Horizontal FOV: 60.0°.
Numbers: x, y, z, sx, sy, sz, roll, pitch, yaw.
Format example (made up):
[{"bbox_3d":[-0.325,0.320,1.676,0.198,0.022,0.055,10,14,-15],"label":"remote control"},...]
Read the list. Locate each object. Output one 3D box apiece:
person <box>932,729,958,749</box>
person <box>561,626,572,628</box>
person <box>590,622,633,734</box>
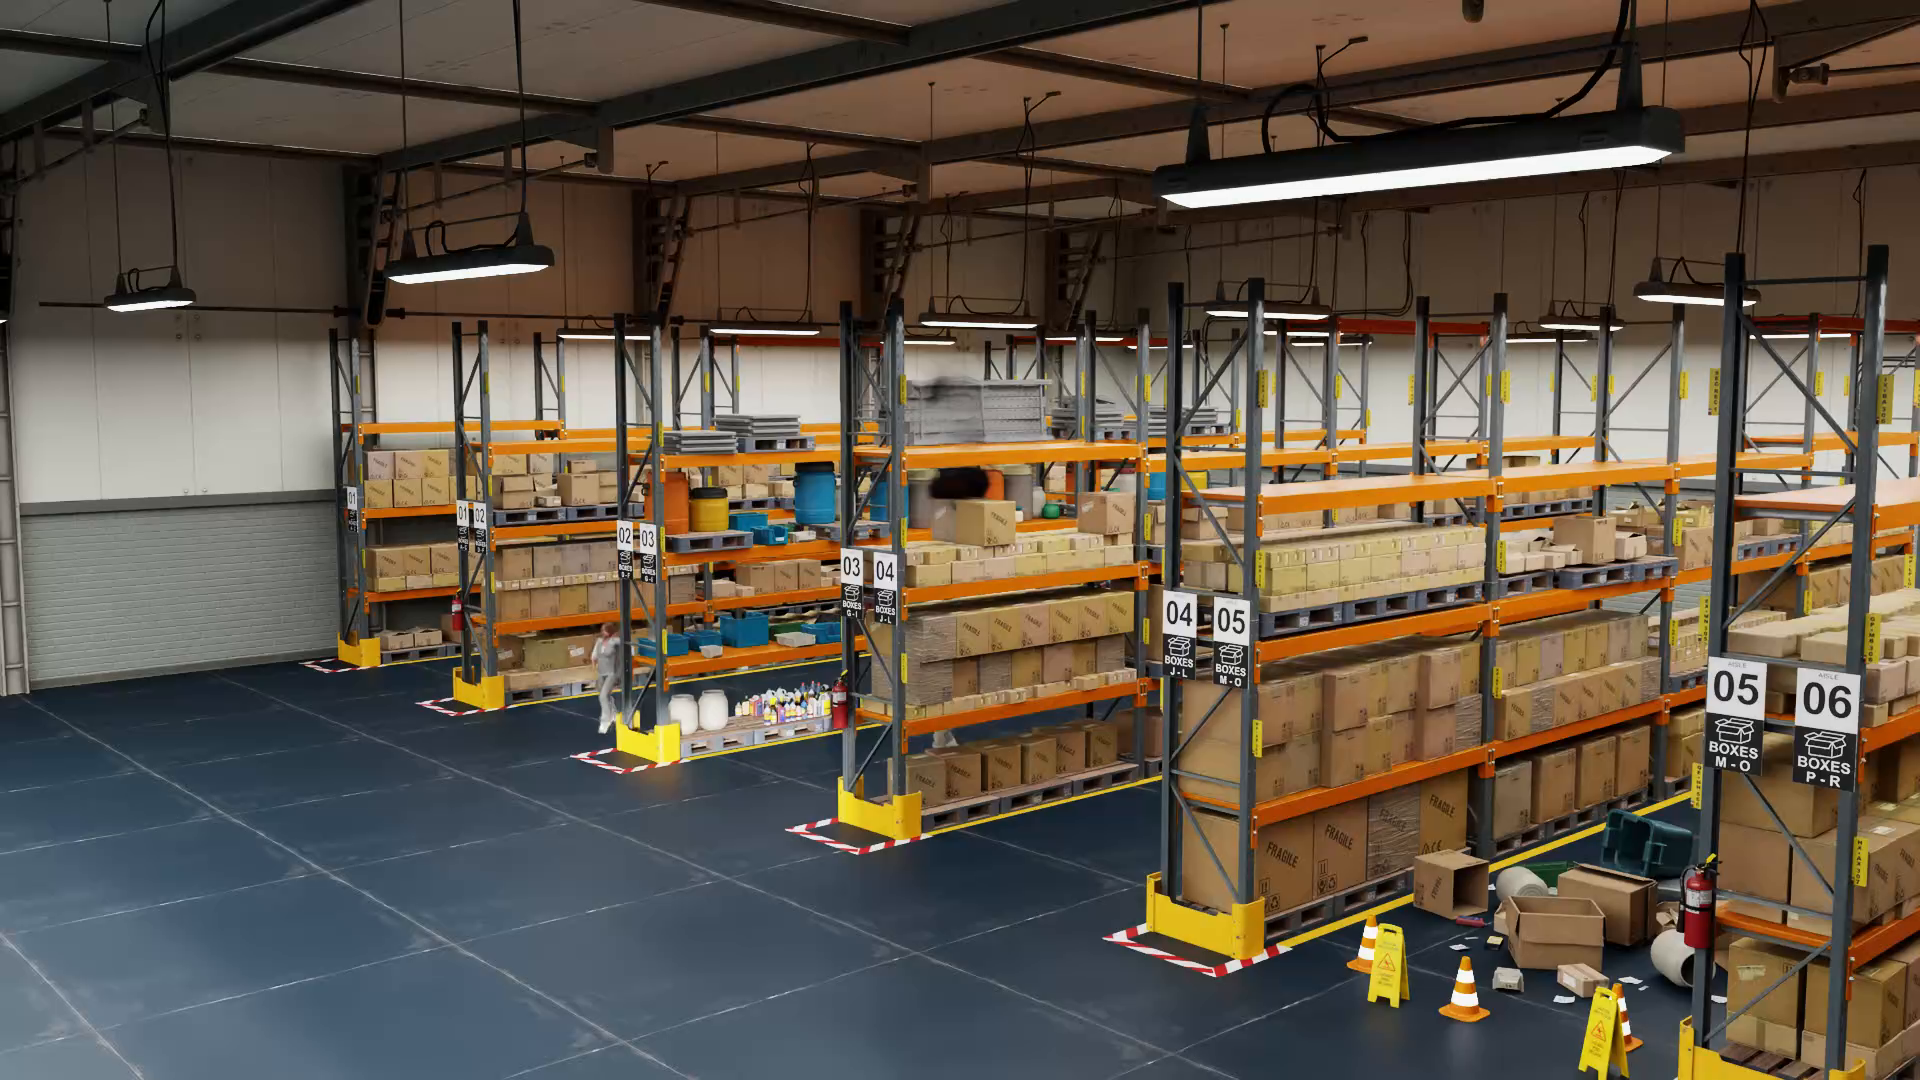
[{"bbox_3d":[-0.231,2.143,21.406,0.642,1.829,0.850,5,8,42],"label":"person"},{"bbox_3d":[-6.797,1.507,29.115,0.600,1.638,0.757,5,8,44],"label":"person"},{"bbox_3d":[-5.073,2.001,24.182,0.581,1.652,0.704,3,6,26],"label":"person"}]
